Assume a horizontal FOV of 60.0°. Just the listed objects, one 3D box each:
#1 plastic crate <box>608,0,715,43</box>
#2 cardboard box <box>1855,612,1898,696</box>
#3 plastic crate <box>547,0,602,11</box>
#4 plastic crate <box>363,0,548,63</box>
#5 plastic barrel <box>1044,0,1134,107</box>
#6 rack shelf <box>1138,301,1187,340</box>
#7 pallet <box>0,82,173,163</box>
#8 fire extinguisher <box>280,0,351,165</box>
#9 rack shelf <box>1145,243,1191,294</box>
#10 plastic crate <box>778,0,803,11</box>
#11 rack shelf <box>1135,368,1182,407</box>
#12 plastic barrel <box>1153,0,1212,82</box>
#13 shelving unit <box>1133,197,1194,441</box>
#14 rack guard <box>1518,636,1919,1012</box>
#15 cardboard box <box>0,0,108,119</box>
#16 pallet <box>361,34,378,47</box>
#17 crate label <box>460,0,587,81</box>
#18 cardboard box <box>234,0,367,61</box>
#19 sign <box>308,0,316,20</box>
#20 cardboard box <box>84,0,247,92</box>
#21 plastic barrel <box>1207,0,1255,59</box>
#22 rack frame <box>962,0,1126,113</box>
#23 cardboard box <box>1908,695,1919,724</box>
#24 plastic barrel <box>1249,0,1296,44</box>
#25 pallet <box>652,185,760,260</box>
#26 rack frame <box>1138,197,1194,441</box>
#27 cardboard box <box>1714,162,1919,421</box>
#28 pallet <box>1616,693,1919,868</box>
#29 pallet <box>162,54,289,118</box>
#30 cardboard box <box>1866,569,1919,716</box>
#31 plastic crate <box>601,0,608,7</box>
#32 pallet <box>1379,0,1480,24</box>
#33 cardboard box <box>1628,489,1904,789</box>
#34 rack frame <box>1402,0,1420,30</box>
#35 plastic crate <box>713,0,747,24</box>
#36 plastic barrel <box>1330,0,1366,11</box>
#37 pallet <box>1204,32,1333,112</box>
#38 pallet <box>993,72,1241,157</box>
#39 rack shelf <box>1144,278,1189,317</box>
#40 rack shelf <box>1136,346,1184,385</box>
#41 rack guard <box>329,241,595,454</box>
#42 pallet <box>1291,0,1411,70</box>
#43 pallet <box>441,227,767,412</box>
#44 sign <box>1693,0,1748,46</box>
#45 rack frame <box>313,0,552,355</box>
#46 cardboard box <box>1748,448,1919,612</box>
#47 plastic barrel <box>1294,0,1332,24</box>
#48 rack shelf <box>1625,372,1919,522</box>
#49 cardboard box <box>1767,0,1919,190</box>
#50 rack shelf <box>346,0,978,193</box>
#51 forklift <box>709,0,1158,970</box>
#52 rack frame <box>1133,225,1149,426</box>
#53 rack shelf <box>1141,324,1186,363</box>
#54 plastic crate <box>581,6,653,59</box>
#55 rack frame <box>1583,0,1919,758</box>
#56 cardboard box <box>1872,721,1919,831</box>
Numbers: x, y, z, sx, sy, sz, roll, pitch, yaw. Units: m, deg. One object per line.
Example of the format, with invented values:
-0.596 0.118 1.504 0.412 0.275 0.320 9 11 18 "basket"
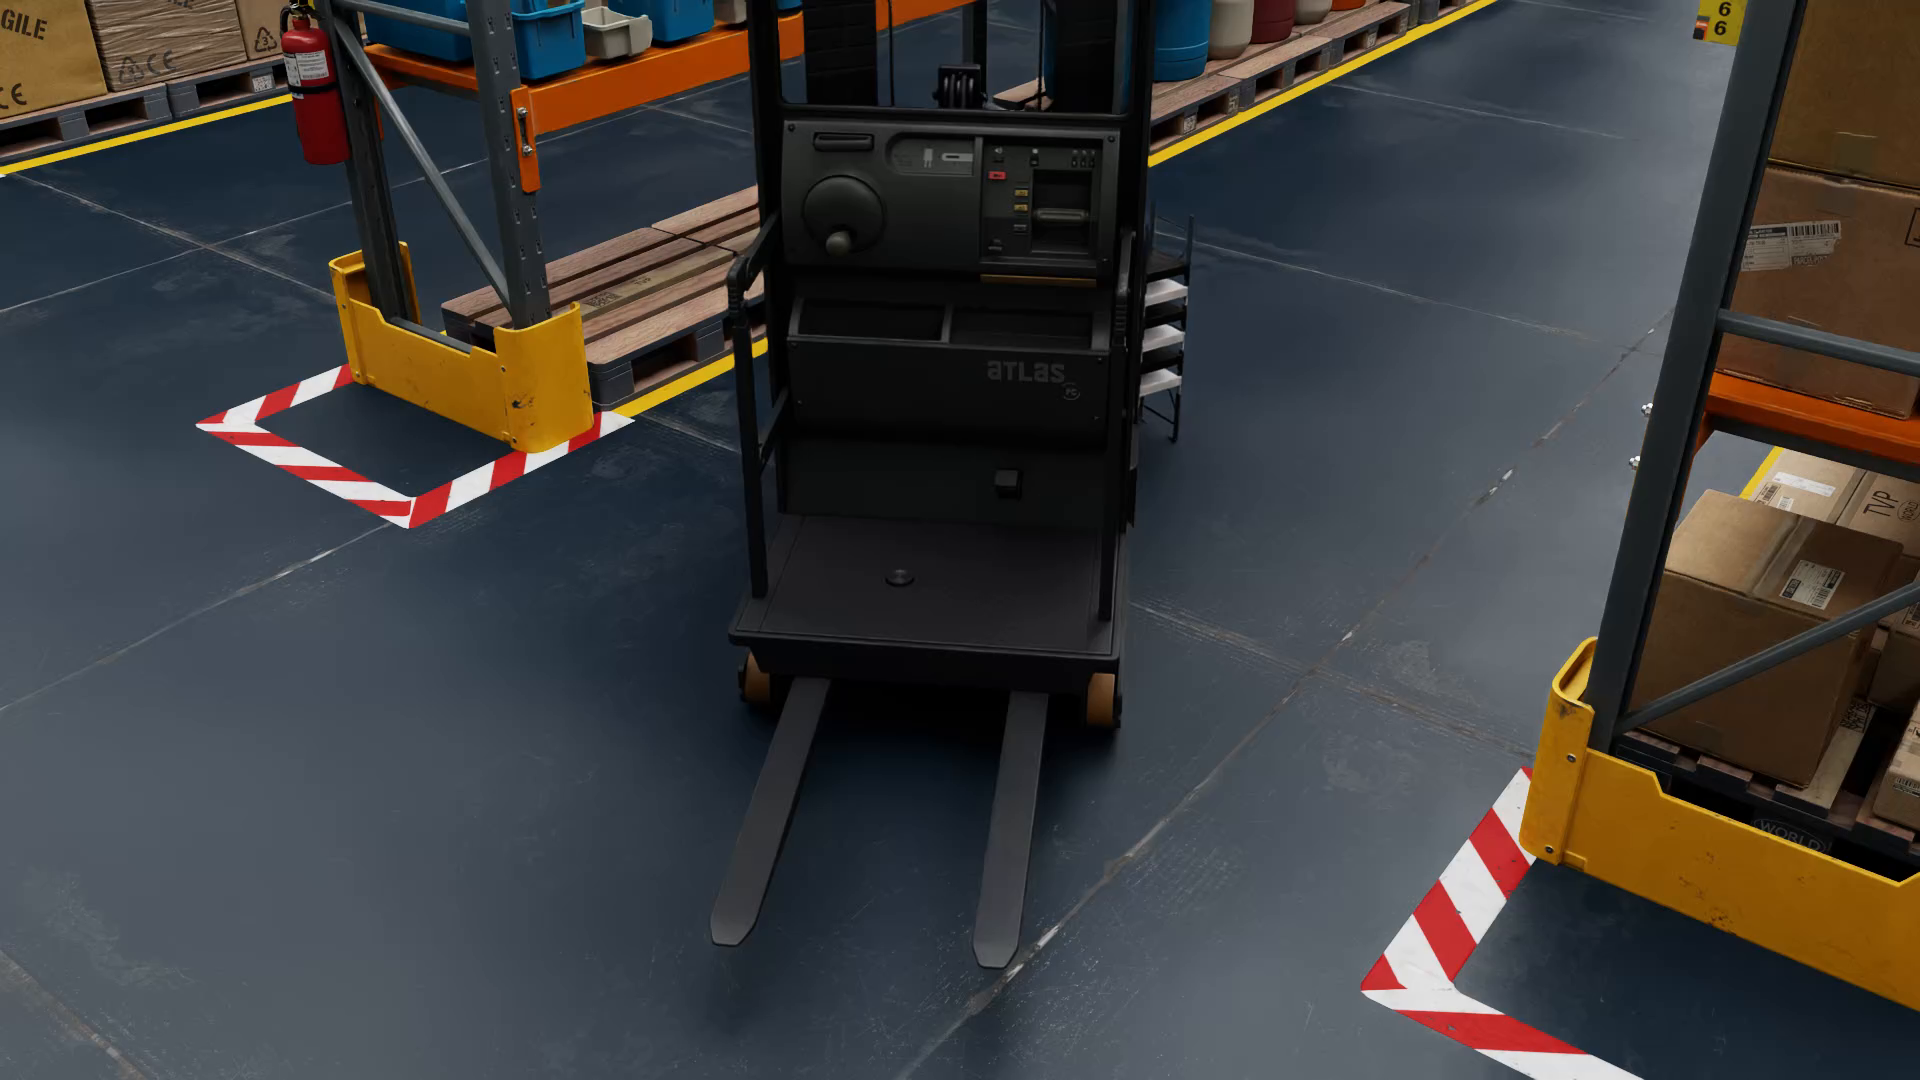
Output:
-1.161 -2.088 6.437 0.416 0.233 0.300 21 37 31 "plastic crate"
2.425 0.254 4.727 0.380 0.166 0.250 21 37 31 "cardboard box"
-1.622 -2.167 6.665 0.396 0.136 0.243 21 37 31 "plastic crate"
-1.917 -2.102 6.262 0.616 0.435 0.499 21 37 31 "plastic crate"
0.787 -2.987 9.495 0.600 0.901 0.708 21 37 31 "plastic barrel"
0.684 -0.841 6.176 0.200 0.077 0.258 -18 35 -27 "rack shelf"
-5.498 -2.541 9.831 1.003 0.211 1.213 21 37 31 "pallet"
-2.423 -1.753 6.207 0.296 0.674 0.183 21 37 31 "fire extinguisher"
0.684 -0.996 6.084 0.200 0.077 0.258 -18 35 -27 "rack shelf"
-0.764 -2.356 6.888 0.416 0.233 0.300 21 37 31 "plastic crate"
0.684 -0.609 6.314 0.200 0.077 0.258 -18 35 -27 "rack shelf"
1.214 -3.275 9.981 0.600 0.901 0.708 21 37 31 "plastic barrel"
0.684 -0.793 6.205 0.210 0.900 0.258 -18 35 -27 "shelving unit"
2.023 0.703 4.074 1.175 0.500 0.348 21 37 31 "rack guard"
-5.596 -2.943 9.446 0.875 0.875 0.875 21 37 31 "cardboard box"
-4.026 -3.533 11.505 1.003 0.211 1.213 21 37 31 "pallet"
-1.558 -1.821 5.985 0.416 0.233 0.303 21 37 31 "crate label"
-4.510 -3.675 10.681 0.875 0.875 0.875 21 37 31 "cardboard box"
-2.418 -2.101 6.192 0.100 0.325 0.005 21 37 31 "sign"
-5.047 -3.313 10.071 0.875 0.875 0.875 21 37 31 "cardboard box"
1.626 -3.310 10.421 0.421 0.512 0.421 0 31 0 "plastic barrel"
0.445 -3.494 8.703 1.000 3.000 0.127 21 37 31 "rack frame"
2.655 0.522 4.275 0.380 0.166 0.250 21 37 31 "cardboard box"
1.896 -3.600 10.835 0.600 0.588 0.708 21 37 31 "plastic barrel"
-0.704 -1.485 8.049 1.003 0.211 1.213 21 37 31 "pallet"
0.770 -0.820 6.252 0.006 0.900 0.240 -18 35 -27 "rack frame"
2.030 -0.651 3.808 0.500 0.500 0.500 22 37 33 "cardboard box"
2.503 0.503 4.695 1.003 0.211 1.213 21 37 31 "pallet"
-4.762 -3.035 10.664 1.003 0.211 1.213 21 37 31 "pallet"
2.833 0.315 4.542 0.500 0.250 0.500 21 37 31 "cardboard box"
-1.436 -2.281 6.856 0.396 0.136 0.243 21 37 31 "plastic crate"
3.358 -4.223 12.668 1.003 0.211 1.213 21 37 31 "pallet"
2.109 0.248 4.410 0.500 0.500 0.500 21 37 31 "cardboard box"
2.859 -5.119 11.446 1.000 3.000 0.127 21 37 31 "rack frame"
-0.889 -2.160 6.652 0.250 0.136 0.298 21 37 31 "plastic crate"
2.577 -4.162 11.548 0.600 0.830 0.708 21 37 31 "plastic barrel"
1.680 -3.093 10.762 1.003 0.211 1.213 21 37 31 "pallet"
0.944 -2.595 9.921 1.003 0.211 1.213 21 37 31 "pallet"
0.684 -0.919 6.130 0.200 0.077 0.258 -18 35 -27 "rack shelf"
0.684 -0.687 6.268 0.200 0.077 0.258 -18 35 -27 "rack shelf"
-1.974 -0.779 6.573 1.175 0.500 0.348 21 37 31 "rack guard"
2.416 -3.587 11.595 1.003 0.211 1.213 21 37 31 "pallet"
-1.441 -0.991 7.216 1.003 0.211 1.213 21 37 31 "pallet"
1.546 -1.155 3.311 0.100 0.325 0.005 21 37 31 "sign"
-1.970 -1.868 5.959 1.000 3.000 0.127 21 37 31 "rack frame"
2.706 -0.022 5.110 0.500 0.250 0.500 21 37 31 "cardboard box"
2.308 -3.769 11.195 0.421 0.512 0.421 0 31 0 "plastic barrel"
3.184 -0.845 4.940 1.077 0.370 4.000 21 37 31 "rack shelf"
2.026 -1.080 3.552 0.500 0.500 0.500 21 36 31 "cardboard box"
-0.763 -2.371 7.514 1.077 0.370 4.000 21 37 31 "rack shelf"
-0.053 -0.901 4.395 1.130 2.935 3.031 3 31 6 "forklift"
0.598 -0.765 6.158 0.006 0.900 0.240 -18 35 -27 "rack frame"
0.684 -0.764 6.222 0.200 0.077 0.258 -18 35 -27 "rack shelf"
-1.299 -1.884 6.187 0.250 0.136 0.298 21 37 31 "plastic crate"
1.977 -0.342 3.384 1.000 3.000 0.127 21 37 31 "rack frame"
2.504 0.631 4.108 0.380 0.149 0.250 21 37 31 "cardboard box"
